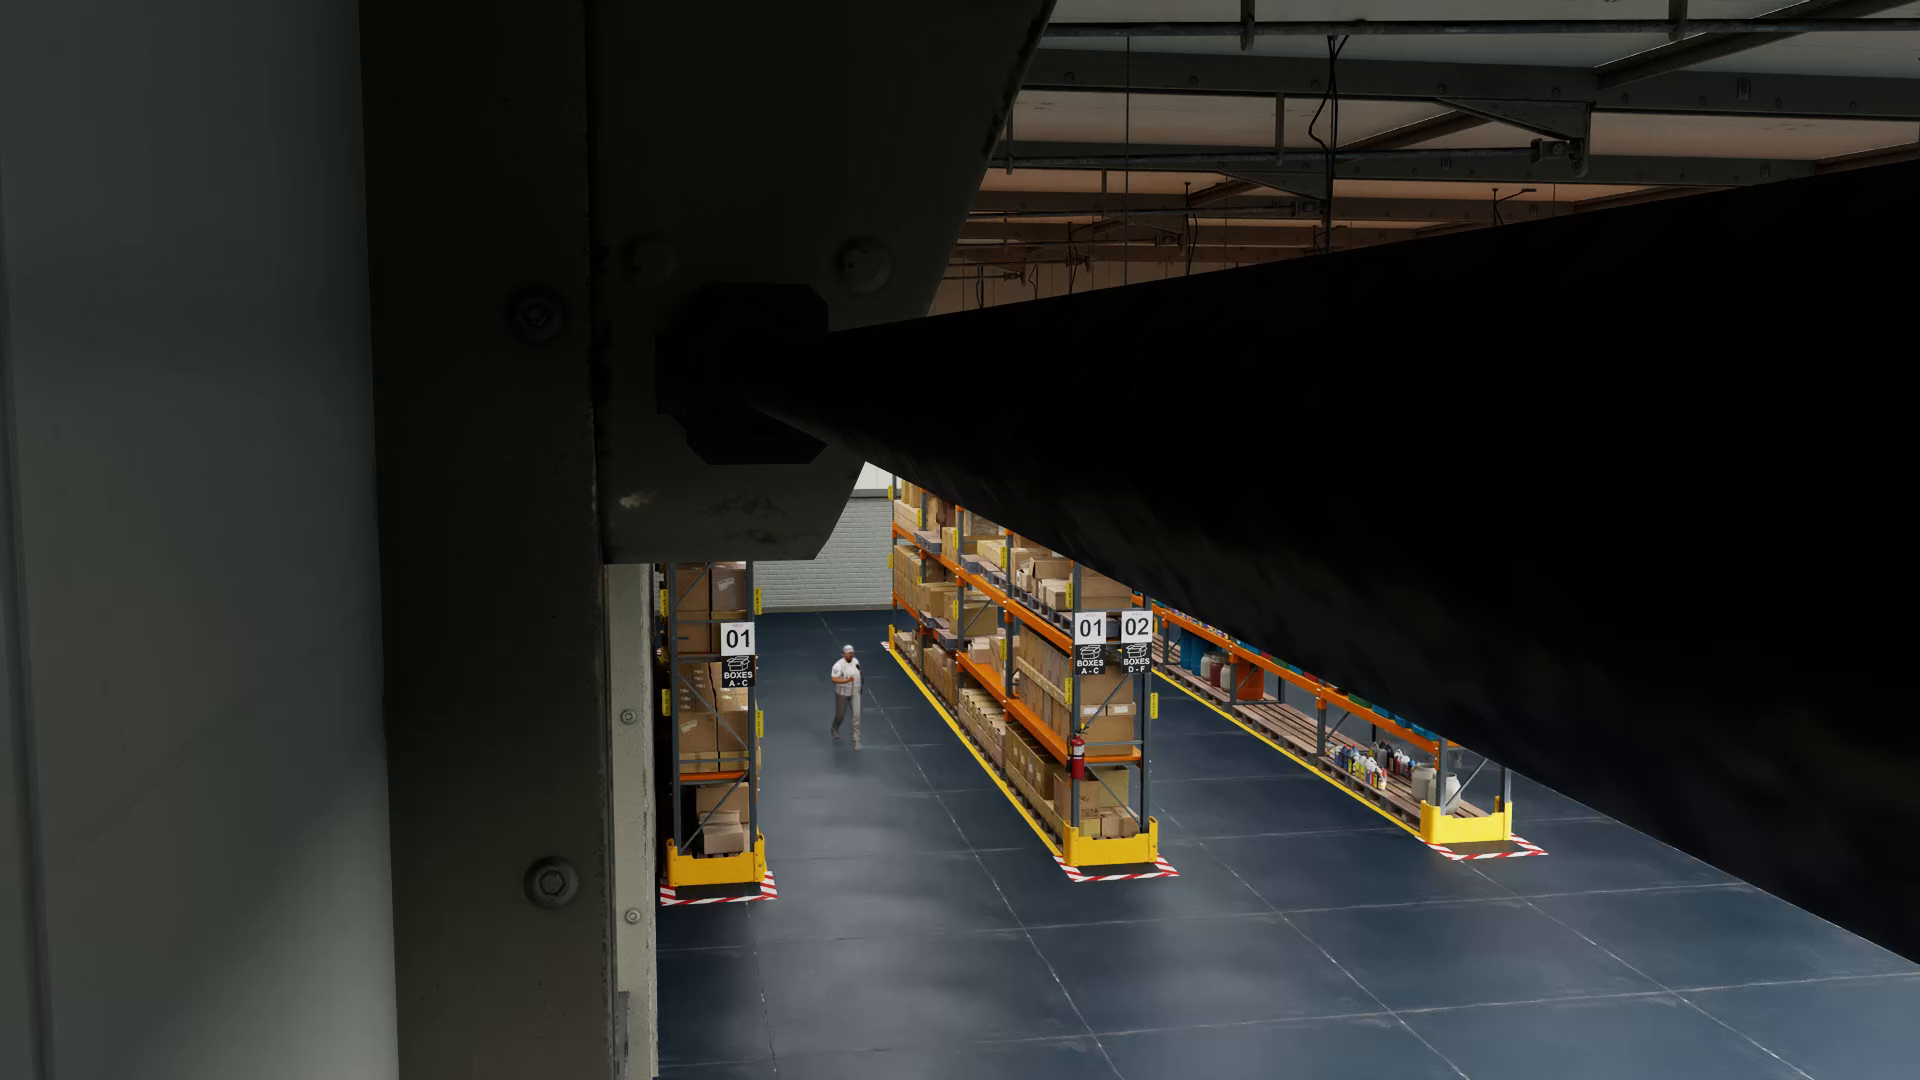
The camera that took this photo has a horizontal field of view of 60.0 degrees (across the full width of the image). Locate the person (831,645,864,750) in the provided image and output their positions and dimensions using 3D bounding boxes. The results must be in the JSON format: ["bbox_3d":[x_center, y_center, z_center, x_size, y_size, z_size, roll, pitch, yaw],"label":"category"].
[{"bbox_3d":[-1.855,2.536,27.268,0.598,1.669,0.933,-3,7,-26],"label":"person"}]

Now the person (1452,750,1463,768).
[{"bbox_3d":[7.935,2.826,25.741,0.595,1.484,0.770,-3,7,-22],"label":"person"}]
